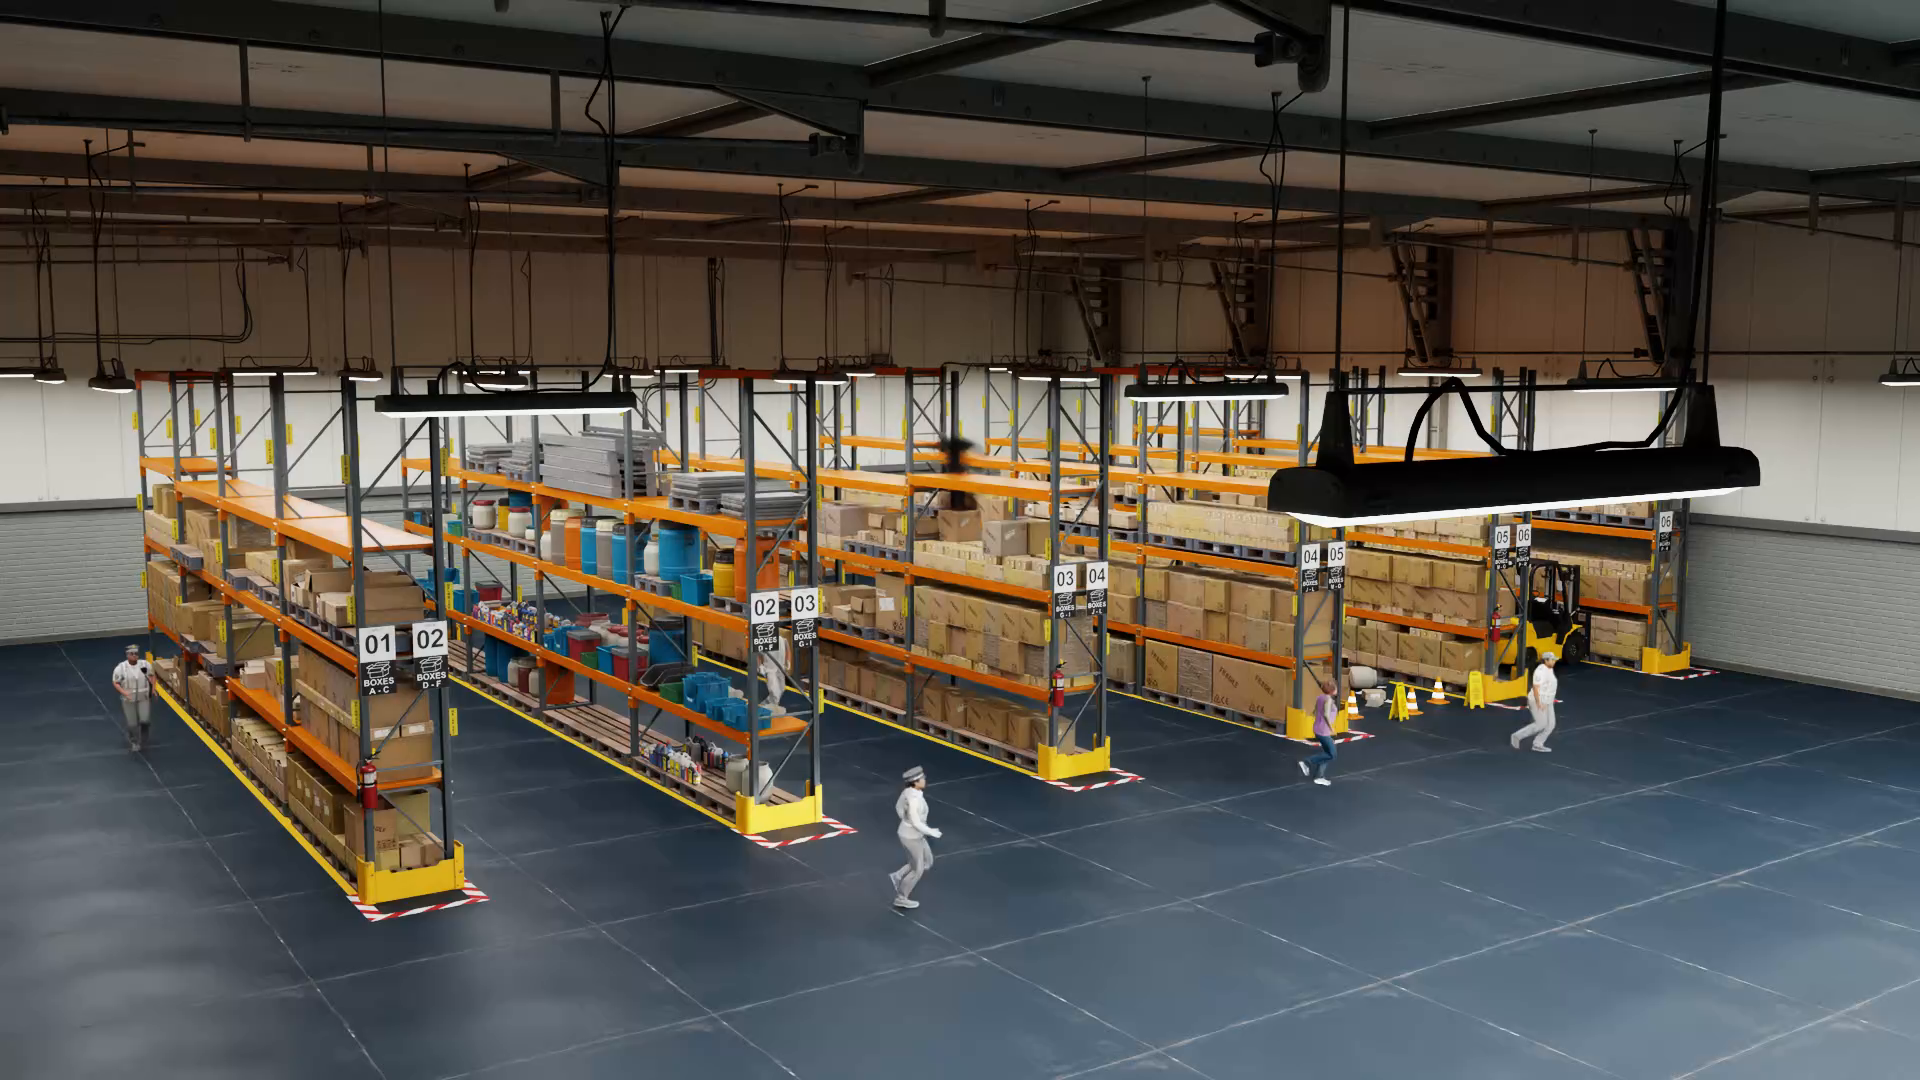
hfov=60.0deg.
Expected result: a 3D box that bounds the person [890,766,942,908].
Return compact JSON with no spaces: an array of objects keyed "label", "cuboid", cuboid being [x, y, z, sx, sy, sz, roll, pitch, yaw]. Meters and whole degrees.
[{"label":"person","cuboid":[-0.507,3.382,18.983,0.578,1.641,0.574,-1,7,-8]}]

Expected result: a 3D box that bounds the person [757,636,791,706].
[{"label":"person","cuboid":[-3.181,2.262,28.262,0.658,1.800,0.833,-4,7,-30]}]

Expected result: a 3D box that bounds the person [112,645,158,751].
[{"label":"person","cuboid":[-13.074,2.503,26.387,0.642,1.725,0.613,-4,8,-32]}]

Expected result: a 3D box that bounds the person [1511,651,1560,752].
[{"label":"person","cuboid":[9.111,2.559,26.310,0.581,1.596,0.758,5,8,40]}]

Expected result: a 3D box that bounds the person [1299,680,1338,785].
[{"label":"person","cuboid":[5.259,2.830,24.398,0.541,1.555,0.535,0,6,0]}]
